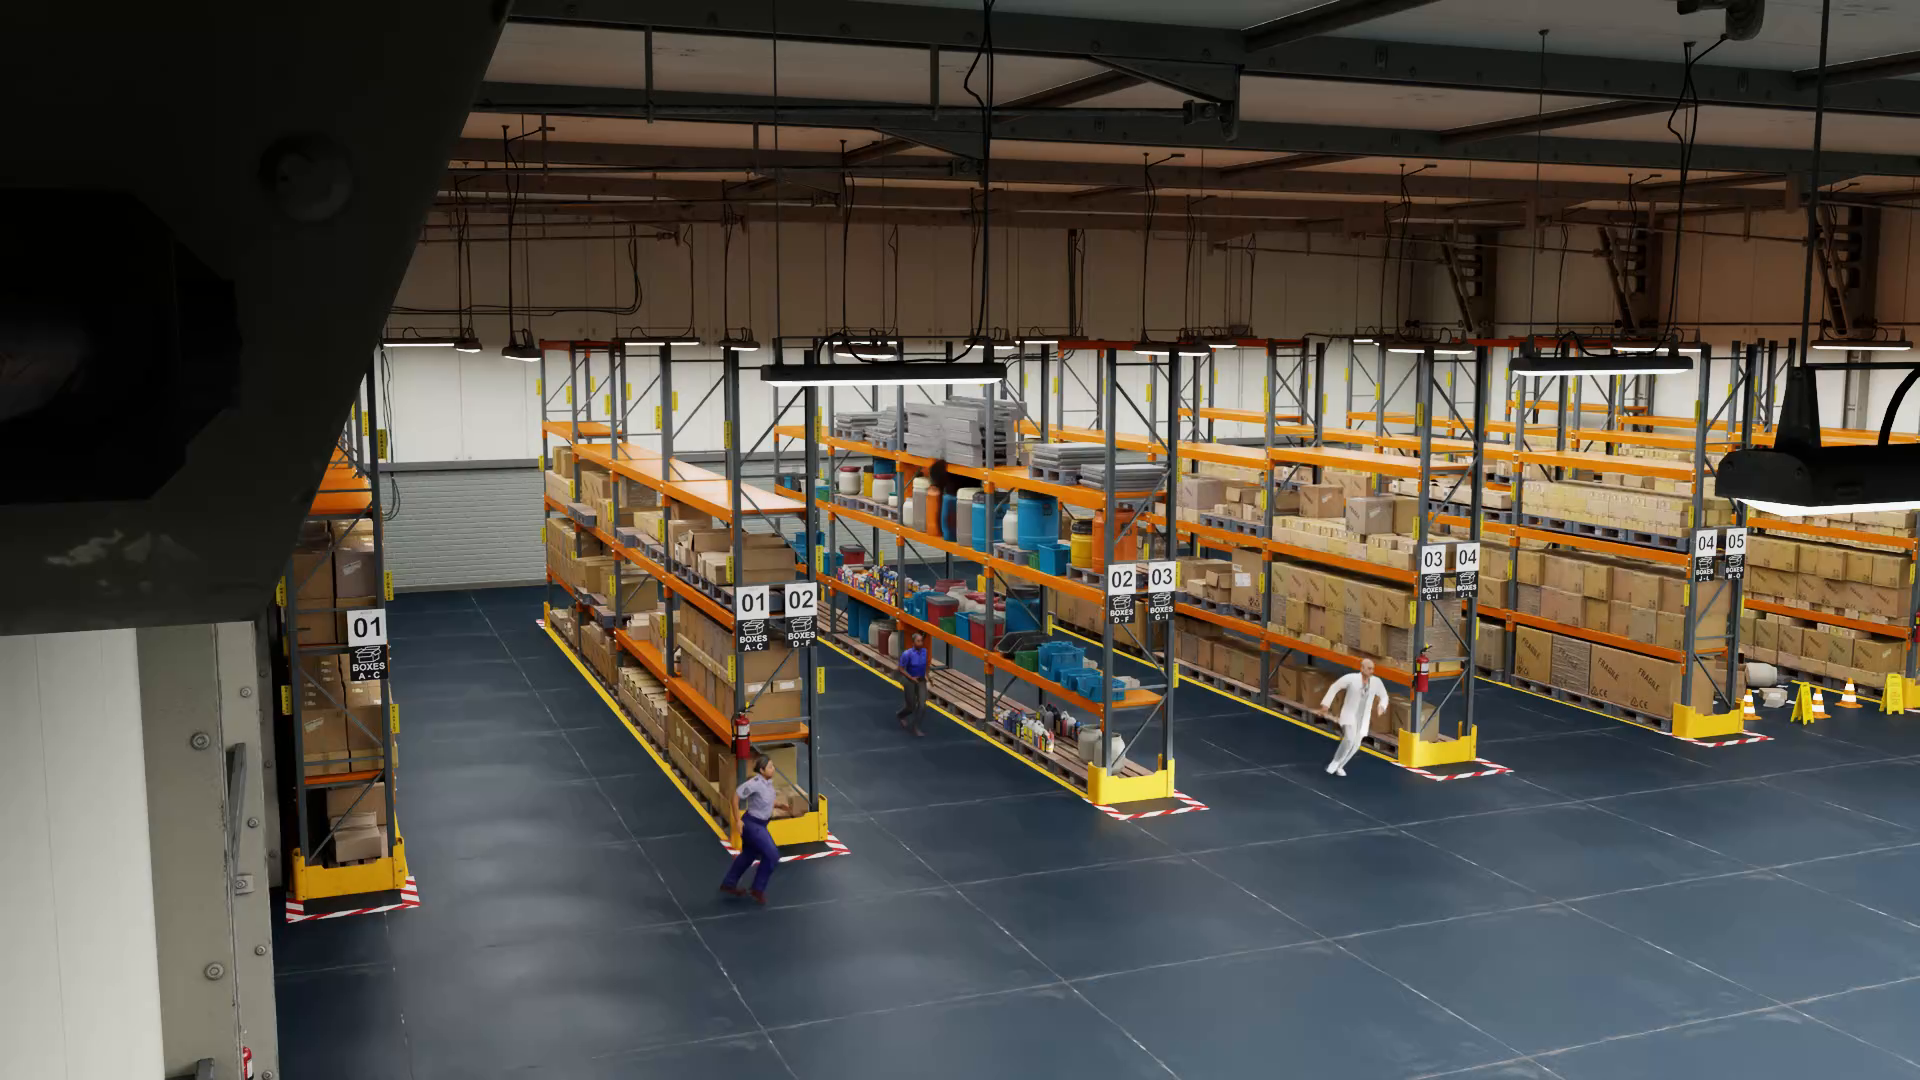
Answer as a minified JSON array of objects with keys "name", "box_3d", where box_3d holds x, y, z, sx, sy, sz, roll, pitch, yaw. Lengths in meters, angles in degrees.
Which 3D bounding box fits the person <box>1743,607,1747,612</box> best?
[{"name":"person","box_3d":[15.874,1.127,33.473,0.683,1.734,0.818,-4,9,-30]}]

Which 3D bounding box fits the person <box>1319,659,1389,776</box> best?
[{"name":"person","box_3d":[5.565,2.487,23.240,0.900,1.664,0.700,-2,8,-14]}]

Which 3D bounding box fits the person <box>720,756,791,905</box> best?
[{"name":"person","box_3d":[-2.253,3.190,18.240,0.817,1.688,0.593,1,7,6]}]

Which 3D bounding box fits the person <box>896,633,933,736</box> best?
[{"name":"person","box_3d":[-0.729,2.214,25.718,0.571,1.606,0.727,-4,9,-29]}]
